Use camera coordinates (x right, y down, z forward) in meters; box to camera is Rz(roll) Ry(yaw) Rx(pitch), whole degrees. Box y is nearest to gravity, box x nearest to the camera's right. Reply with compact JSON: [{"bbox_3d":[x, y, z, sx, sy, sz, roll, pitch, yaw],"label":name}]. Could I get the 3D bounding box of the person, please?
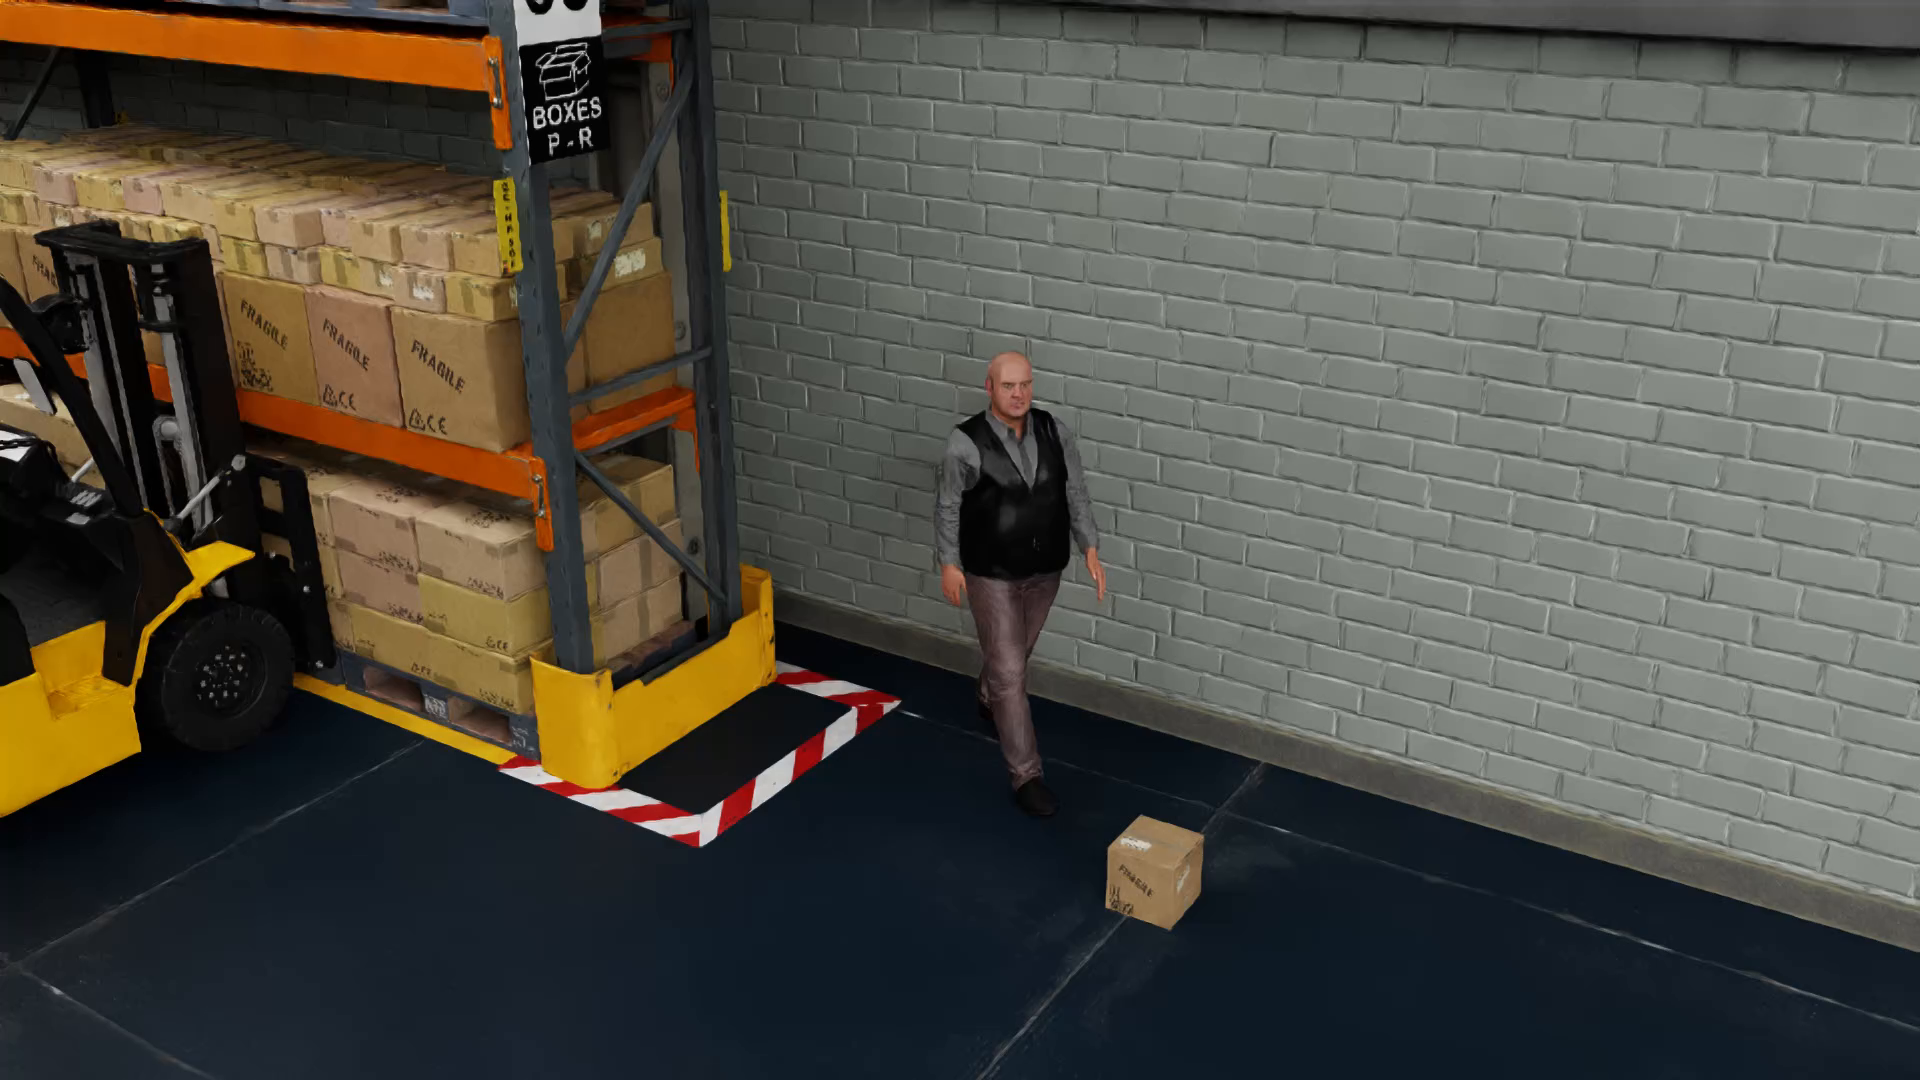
[{"bbox_3d":[0.261,0.129,6.300,0.575,1.678,0.952,-12,26,-26],"label":"person"}]
